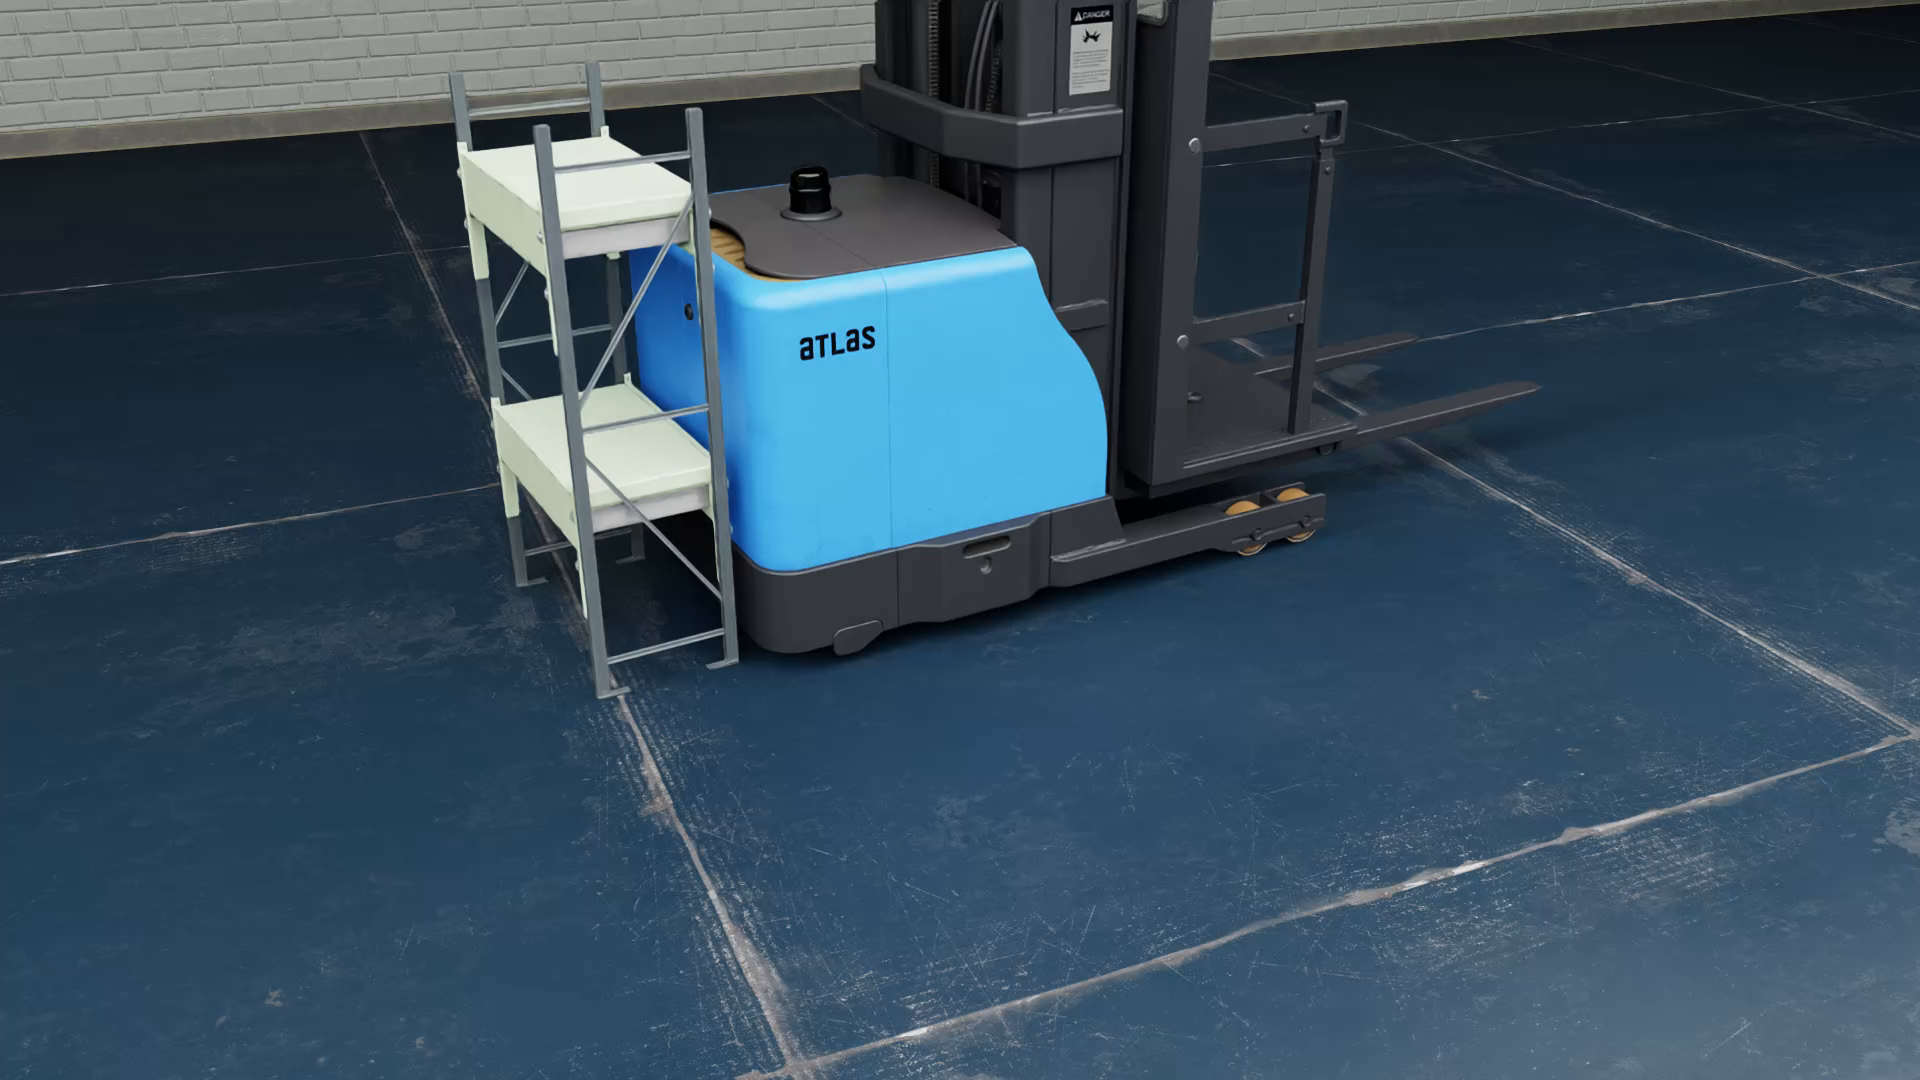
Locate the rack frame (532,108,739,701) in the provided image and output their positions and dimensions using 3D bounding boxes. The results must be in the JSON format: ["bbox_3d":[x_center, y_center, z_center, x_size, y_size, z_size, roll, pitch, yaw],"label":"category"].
[{"bbox_3d":[-0.784,-0.298,4.150,0.400,1.500,0.023,-14,29,-27],"label":"rack frame"}]

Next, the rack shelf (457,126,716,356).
[{"bbox_3d":[-0.967,-0.788,4.264,0.431,0.370,0.720,-14,29,-27],"label":"rack shelf"}]

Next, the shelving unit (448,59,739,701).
[{"bbox_3d":[-0.967,-0.437,4.436,0.431,1.500,0.755,-14,29,-27],"label":"shelving unit"}]

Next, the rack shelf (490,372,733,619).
[{"bbox_3d":[-0.967,-0.144,4.579,0.431,0.370,0.720,-14,29,-27],"label":"rack shelf"}]

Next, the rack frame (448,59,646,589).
[{"bbox_3d":[-1.149,-0.576,4.721,0.400,1.500,0.023,-14,29,-27],"label":"rack frame"}]

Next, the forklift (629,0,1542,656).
[{"bbox_3d":[0.564,-1.456,4.892,3.031,2.935,1.130,-14,29,-26],"label":"forklift"}]
